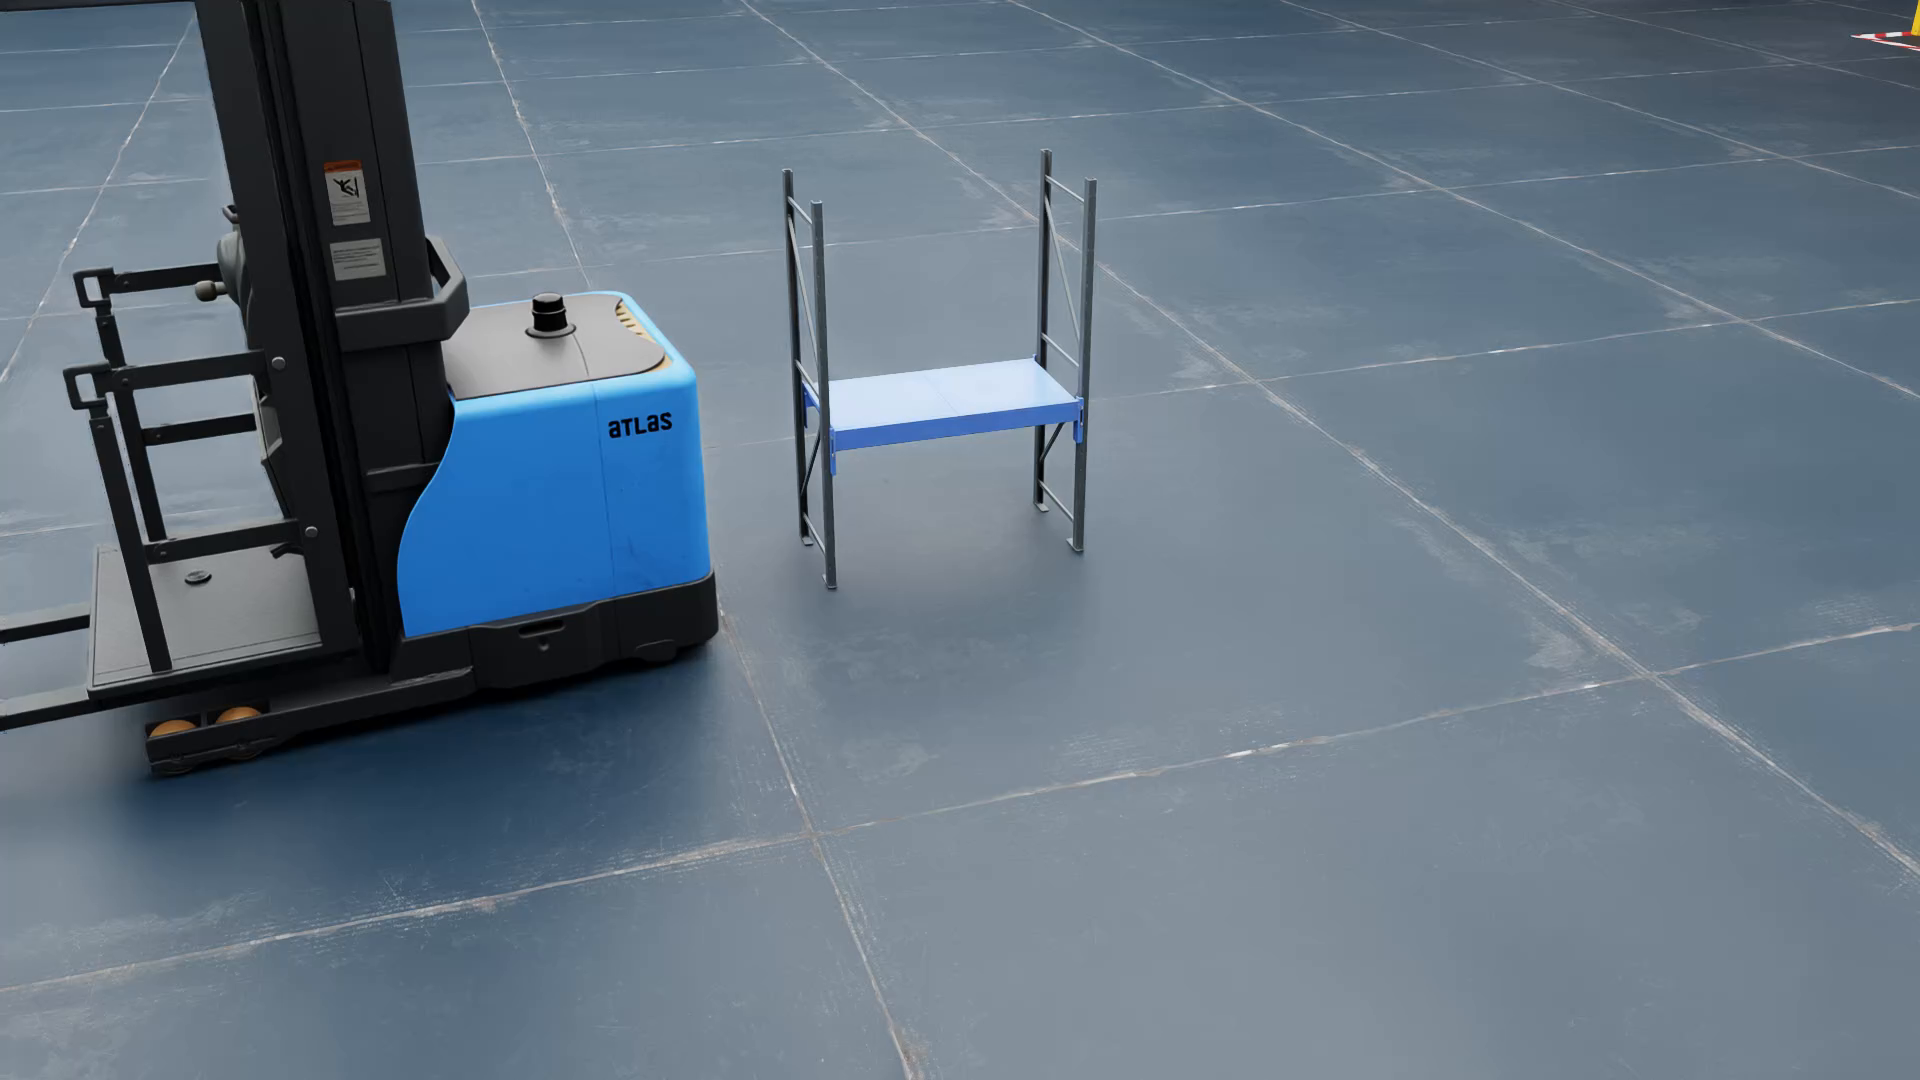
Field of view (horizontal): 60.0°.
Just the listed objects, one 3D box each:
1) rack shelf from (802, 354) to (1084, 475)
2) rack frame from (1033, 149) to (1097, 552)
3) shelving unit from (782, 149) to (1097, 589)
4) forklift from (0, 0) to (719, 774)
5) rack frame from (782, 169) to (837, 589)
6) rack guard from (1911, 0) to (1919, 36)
[{"bbox_3d":[-0.081,-0.499,6.473,1.000,0.185,0.538,-8,28,-16],"label":"rack shelf"},{"bbox_3d":[0.402,-0.730,6.534,0.032,1.500,0.500,-8,28,-16],"label":"rack frame"},{"bbox_3d":[-0.081,-0.660,6.393,1.048,1.500,0.538,-8,28,-16],"label":"shelving unit"},{"bbox_3d":[-2.425,-0.840,5.147,3.031,2.935,1.130,-11,29,-21],"label":"forklift"},{"bbox_3d":[-0.564,-0.590,6.252,0.032,1.500,0.500,-8,28,-16],"label":"rack frame"},{"bbox_3d":[10.301,-5.321,16.905,0.348,0.500,1.175,-8,28,-16],"label":"rack guard"}]
